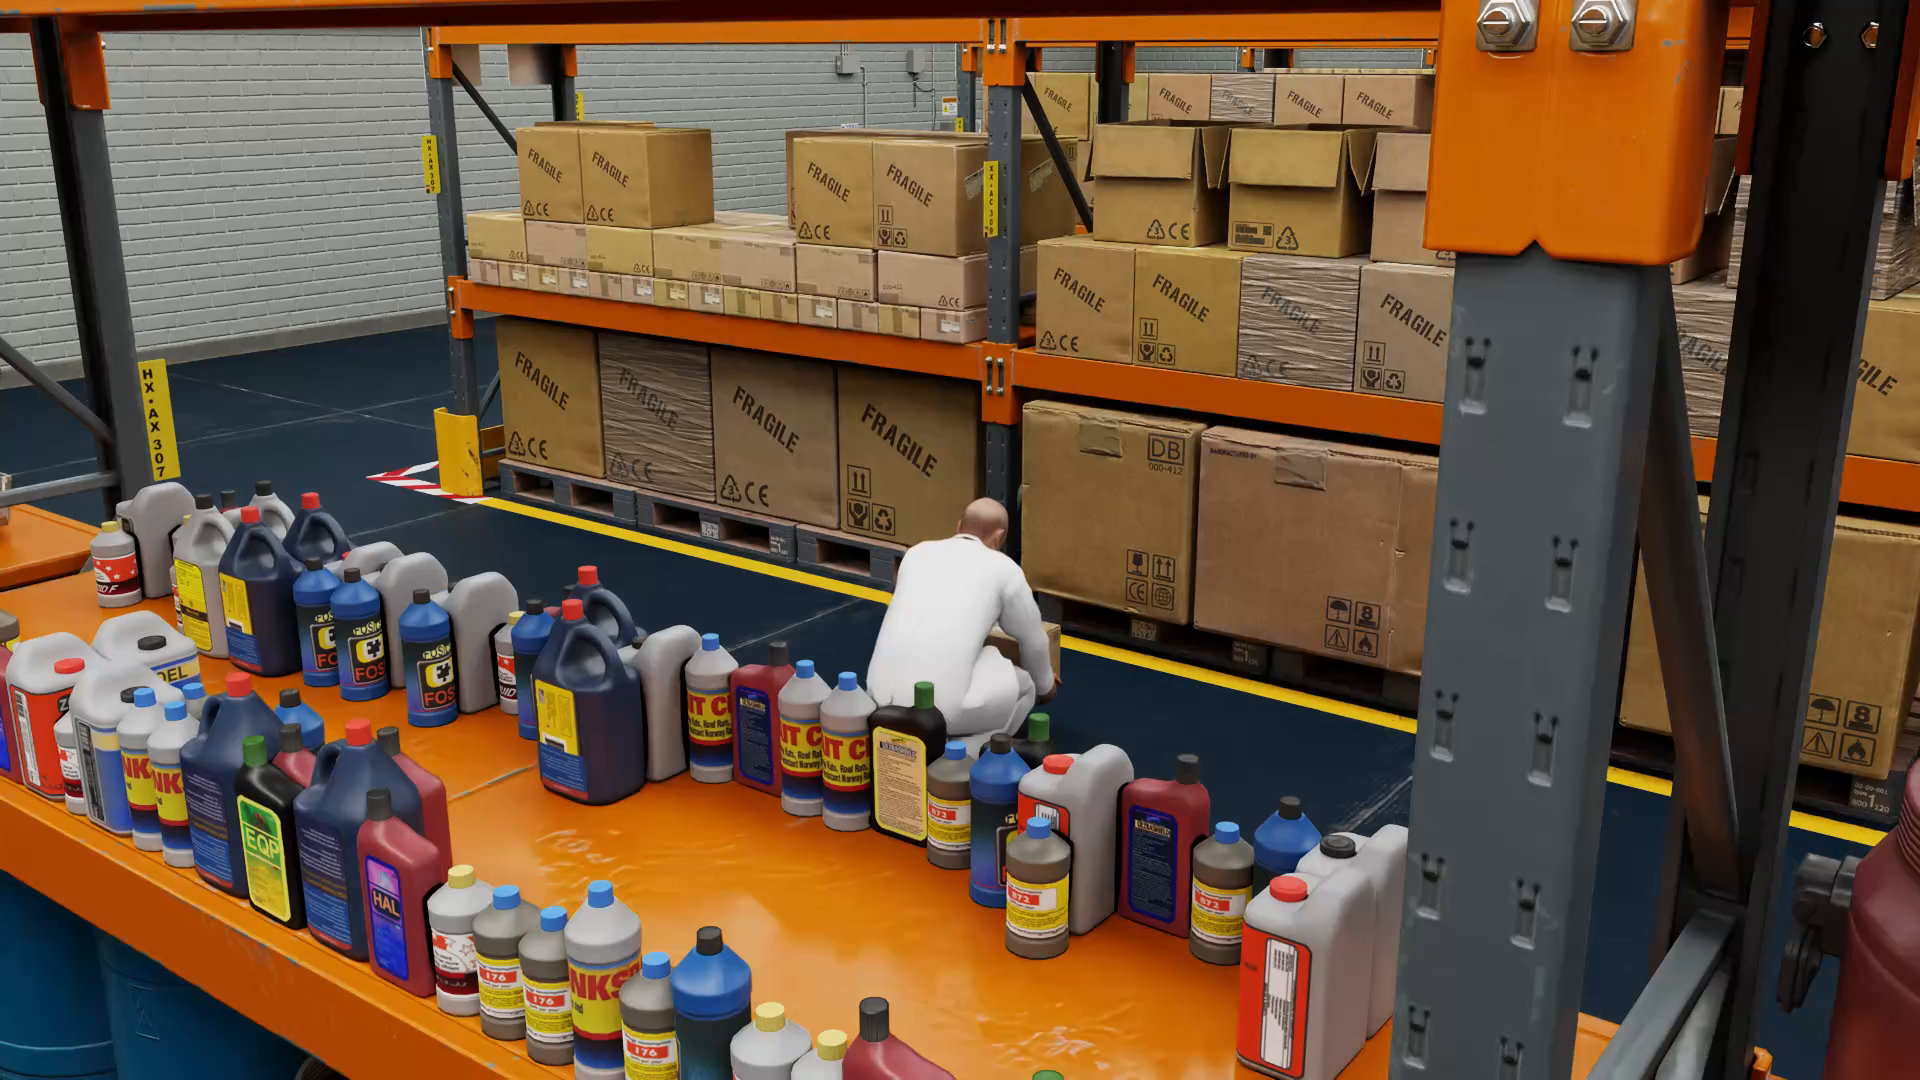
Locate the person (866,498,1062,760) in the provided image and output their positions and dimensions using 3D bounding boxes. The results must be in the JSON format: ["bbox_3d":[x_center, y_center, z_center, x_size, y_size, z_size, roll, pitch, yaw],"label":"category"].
[{"bbox_3d":[0.009,0.387,6.174,0.599,0.979,0.911,12,20,35],"label":"person"}]
